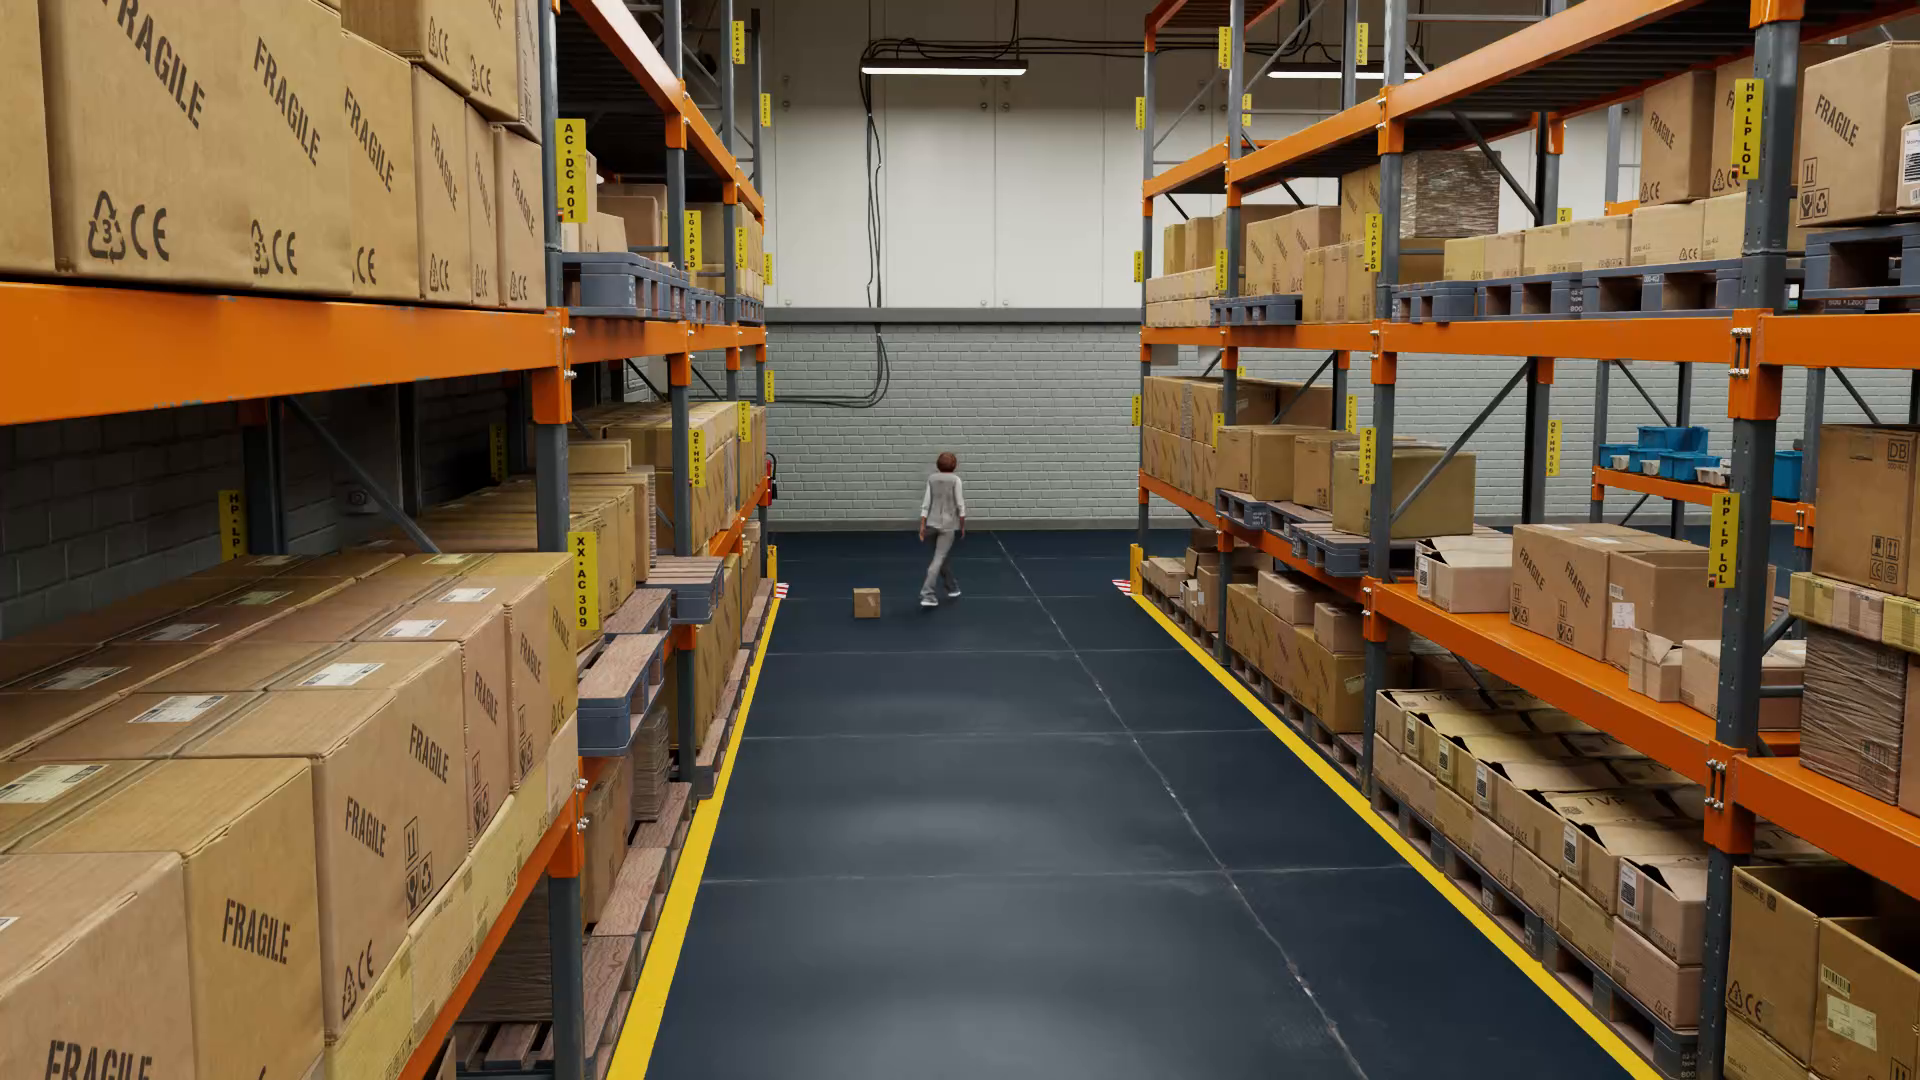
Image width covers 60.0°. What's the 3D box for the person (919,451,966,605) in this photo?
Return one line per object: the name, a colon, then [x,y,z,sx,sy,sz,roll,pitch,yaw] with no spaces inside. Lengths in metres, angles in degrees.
person: [-0.138,-0.135,16.827,0.421,1.533,0.952,4,8,31]
